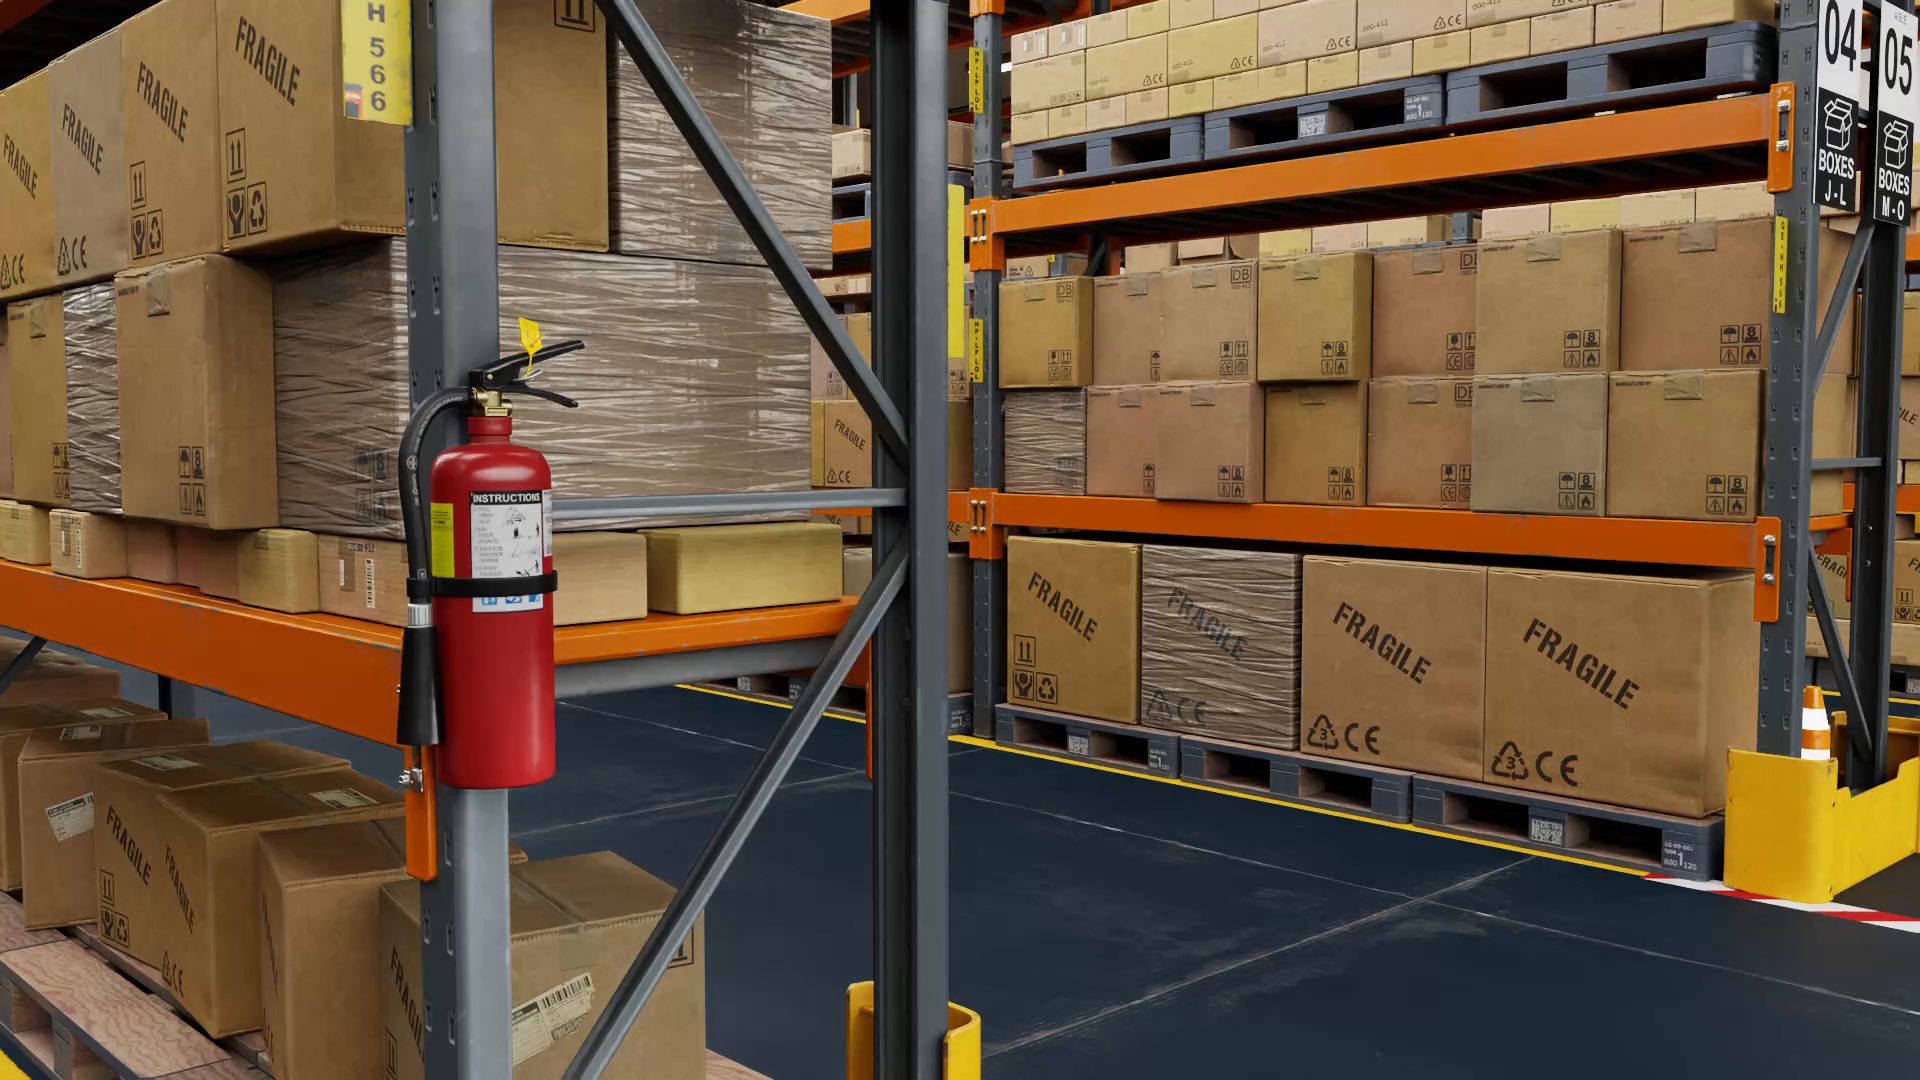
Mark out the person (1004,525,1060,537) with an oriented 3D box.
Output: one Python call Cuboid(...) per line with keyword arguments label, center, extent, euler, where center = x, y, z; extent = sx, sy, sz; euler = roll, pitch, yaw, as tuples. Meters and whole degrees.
Cuboid(label="person", center=(0.540, -0.076, 12.564), extent=(0.399, 1.797, 0.563), euler=(-3, 5, -42))
